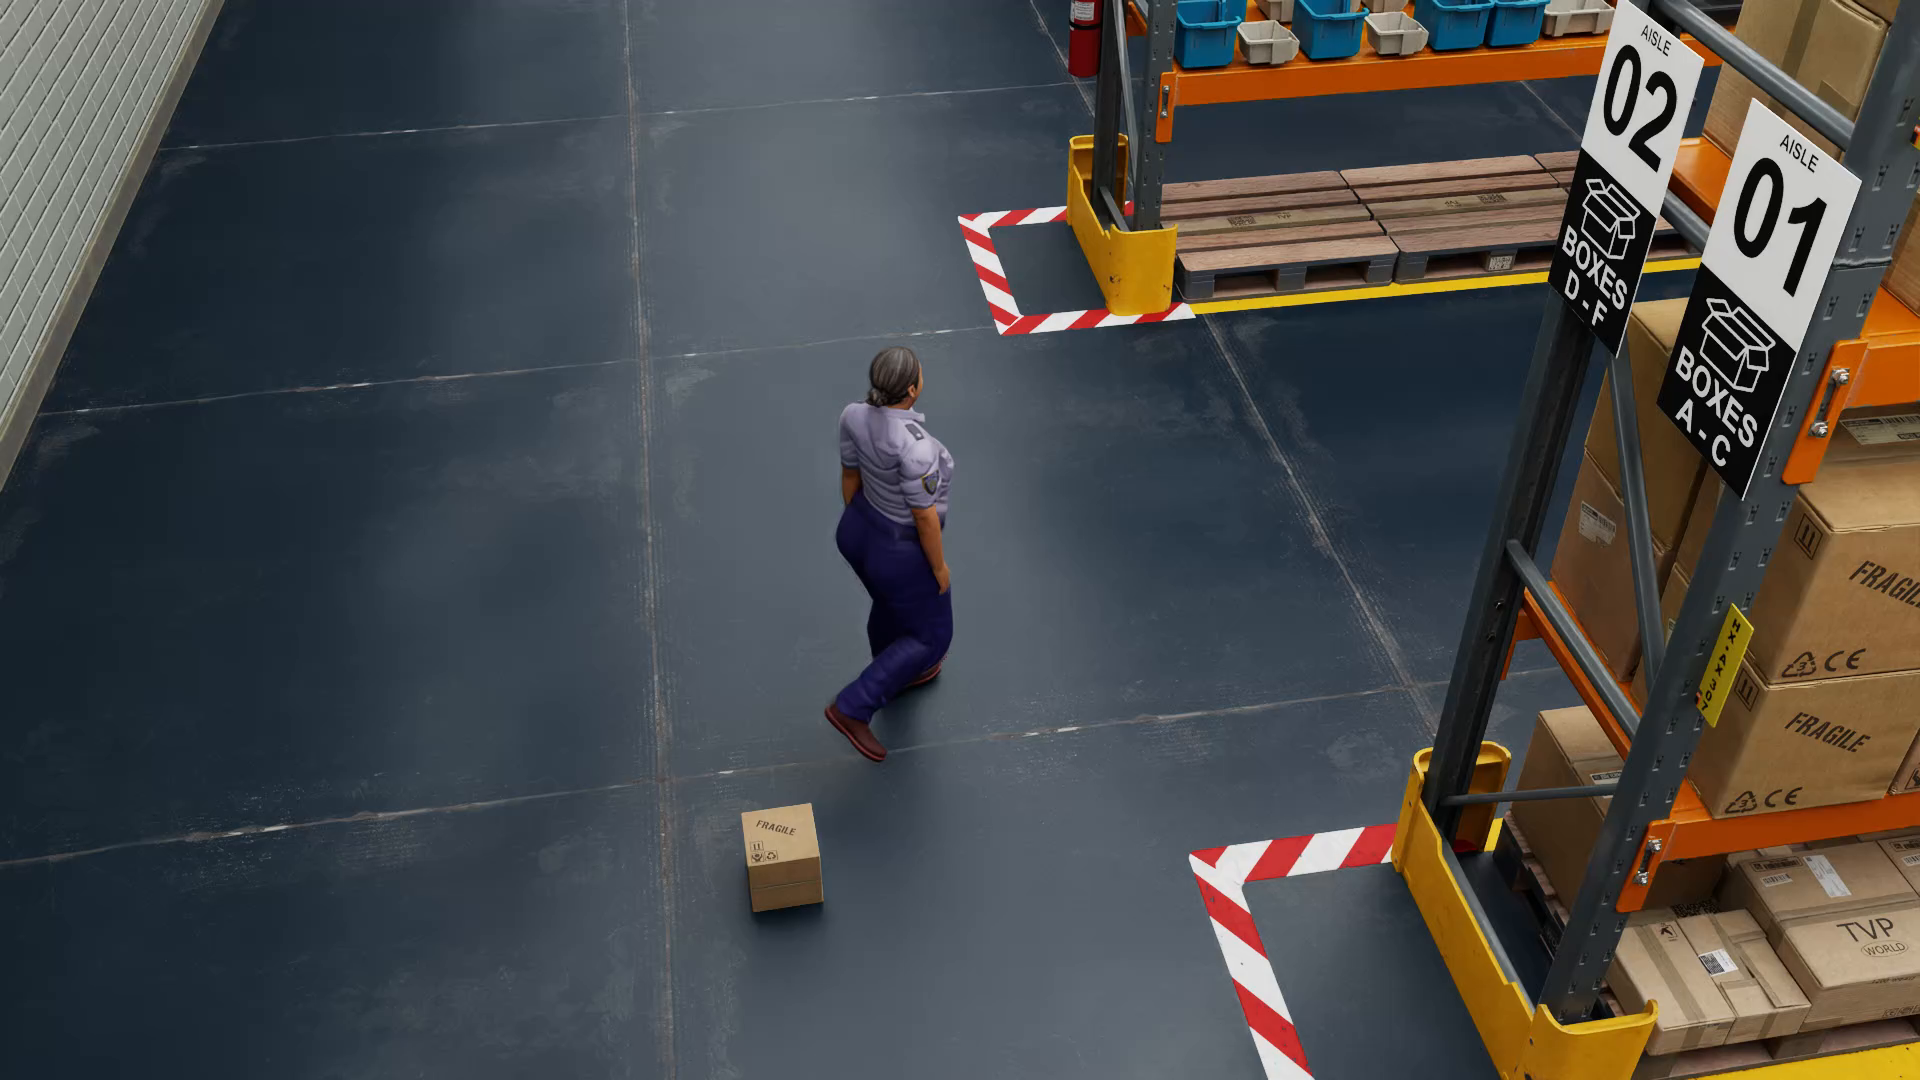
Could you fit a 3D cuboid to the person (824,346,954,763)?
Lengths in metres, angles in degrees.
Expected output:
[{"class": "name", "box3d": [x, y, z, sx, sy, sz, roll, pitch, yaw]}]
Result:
[{"class": "person", "box3d": [-0.293, 0.055, 6.067, 0.679, 1.636, 0.522, -27, 46, -29]}]
